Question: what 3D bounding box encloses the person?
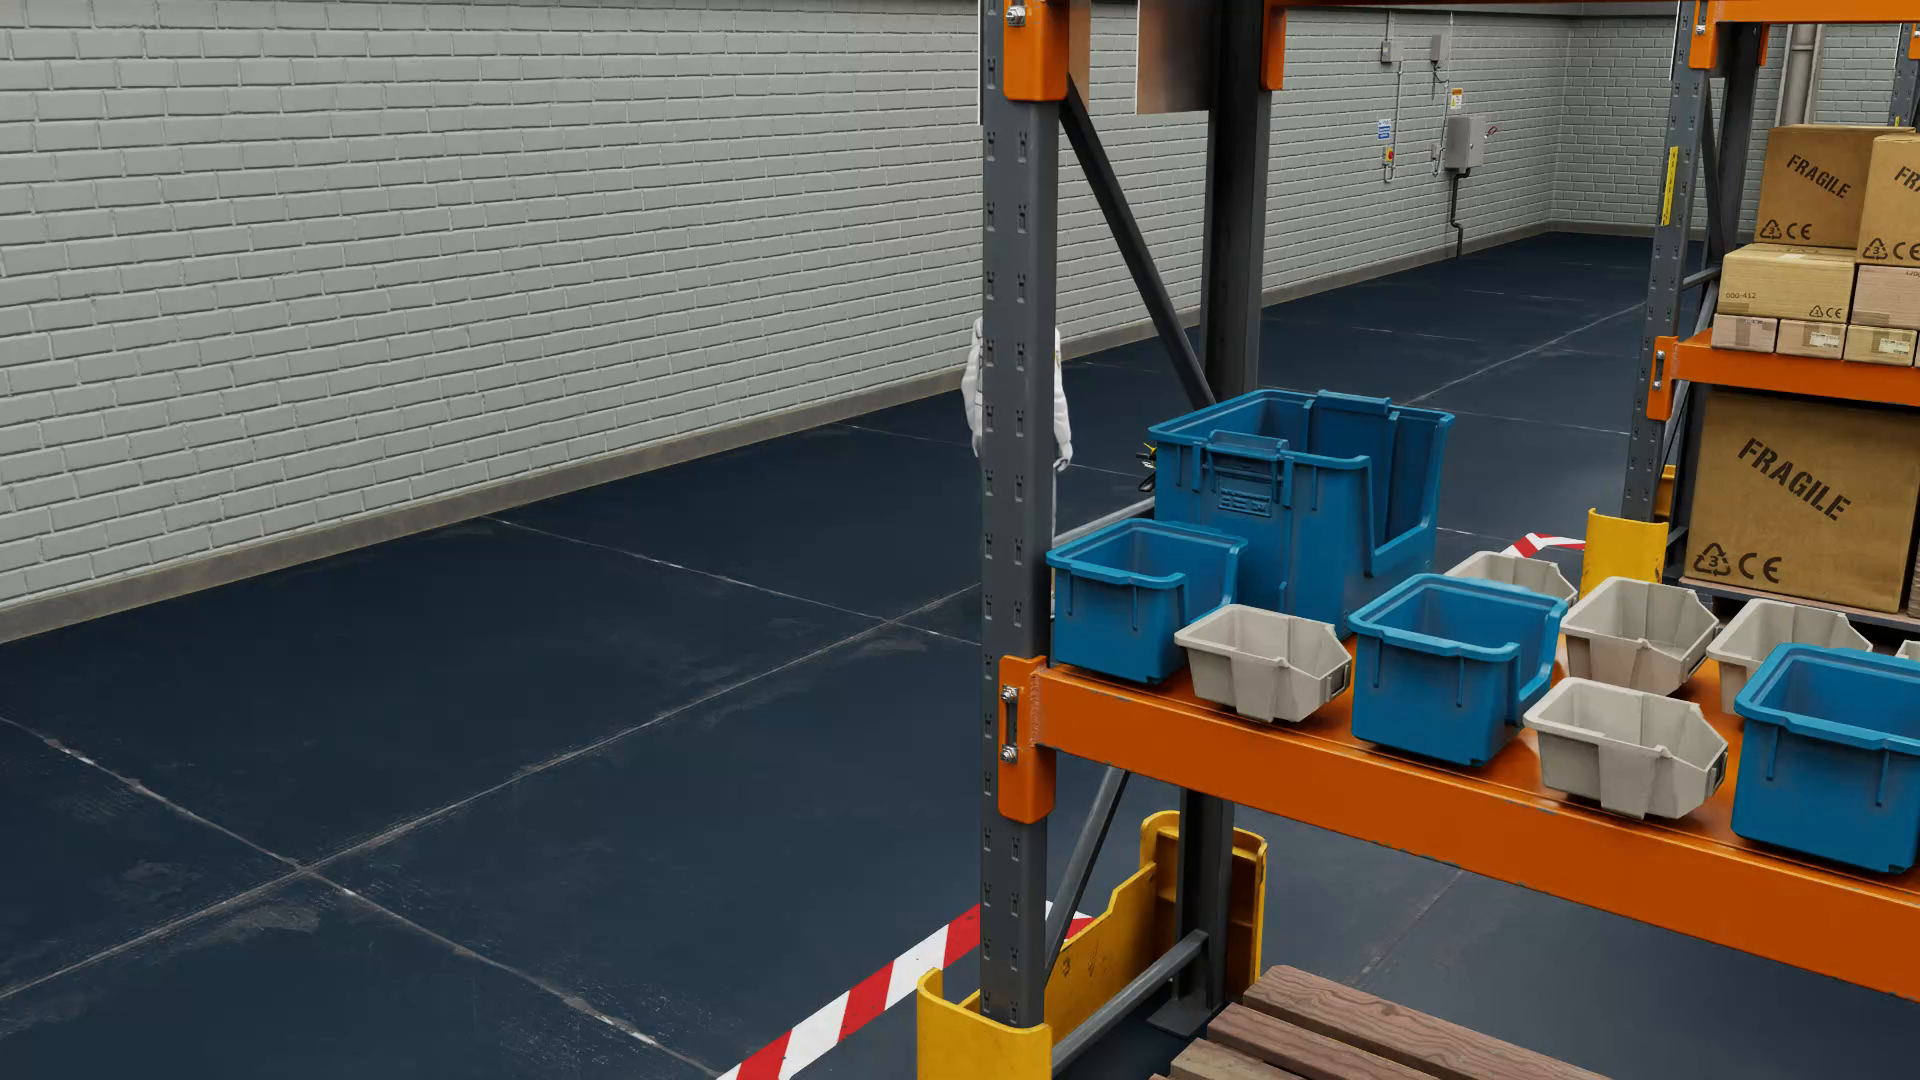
[{"bbox_3d":[0.265,-0.463,7.579,0.527,1.664,0.375,11,20,33],"label":"person"}]
